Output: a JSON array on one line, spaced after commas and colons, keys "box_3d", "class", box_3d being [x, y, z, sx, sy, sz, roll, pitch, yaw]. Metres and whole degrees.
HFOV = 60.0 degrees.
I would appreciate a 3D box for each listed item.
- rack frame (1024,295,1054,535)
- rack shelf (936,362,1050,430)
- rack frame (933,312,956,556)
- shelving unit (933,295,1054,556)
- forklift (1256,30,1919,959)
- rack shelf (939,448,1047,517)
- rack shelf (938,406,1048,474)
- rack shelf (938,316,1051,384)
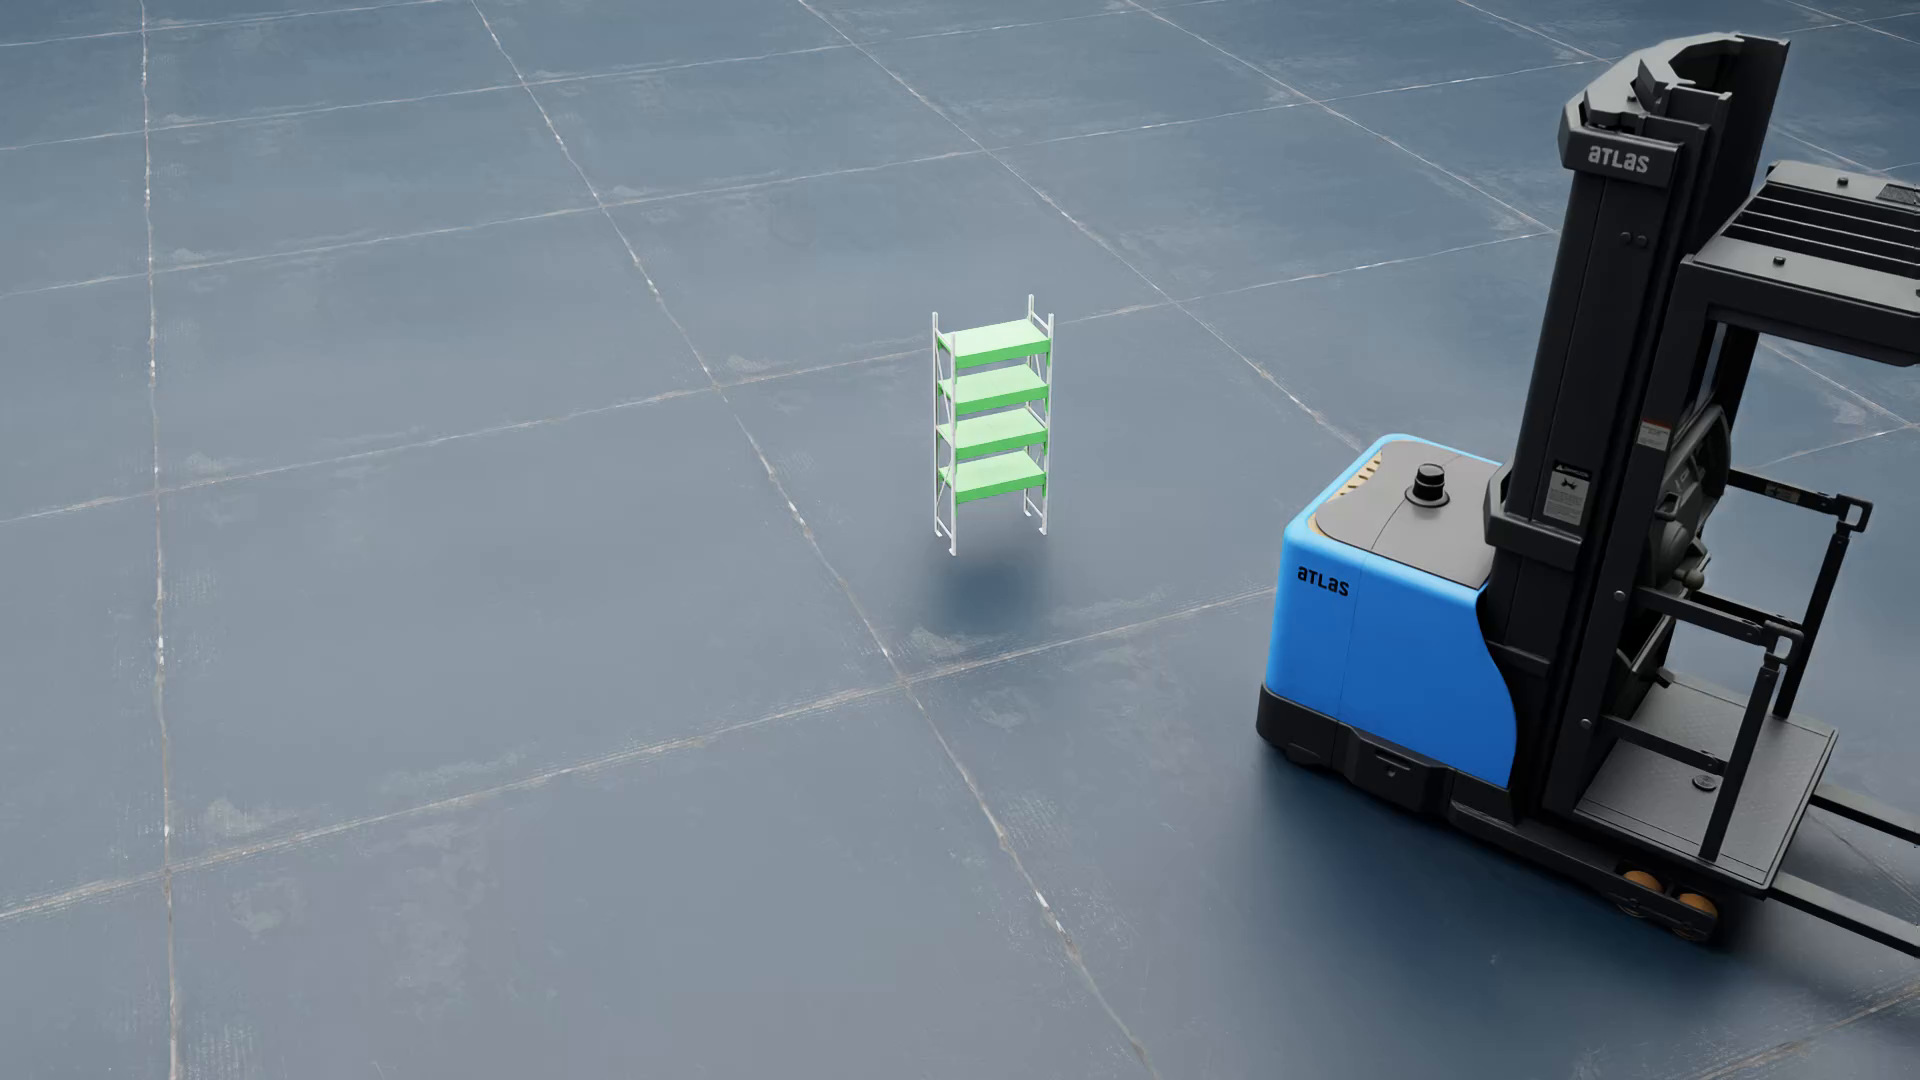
[{"box_3d": [0.378, -0.589, 8.056, 0.015, 1.200, 0.240, -13, 35, -19], "class": "rack frame"}, {"box_3d": [0.153, -0.685, 7.880, 0.480, 0.148, 0.258, -13, 35, -19], "class": "rack shelf"}, {"box_3d": [-0.072, -0.486, 7.897, 0.015, 1.200, 0.240, -13, 35, -19], "class": "rack frame"}, {"box_3d": [0.153, -0.538, 7.976, 0.503, 1.200, 0.258, -13, 35, -19], "class": "shelving unit"}, {"box_3d": [2.719, -0.110, 5.732, 3.031, 2.935, 1.130, 22, 39, 30], "class": "forklift"}, {"box_3d": [0.153, -0.283, 8.142, 0.480, 0.148, 0.258, -13, 35, -19], "class": "rack shelf"}, {"box_3d": [0.153, -0.484, 8.011, 0.480, 0.148, 0.258, -13, 35, -19], "class": "rack shelf"}, {"box_3d": [0.153, -0.887, 7.750, 0.480, 0.148, 0.258, -13, 35, -19], "class": "rack shelf"}]
